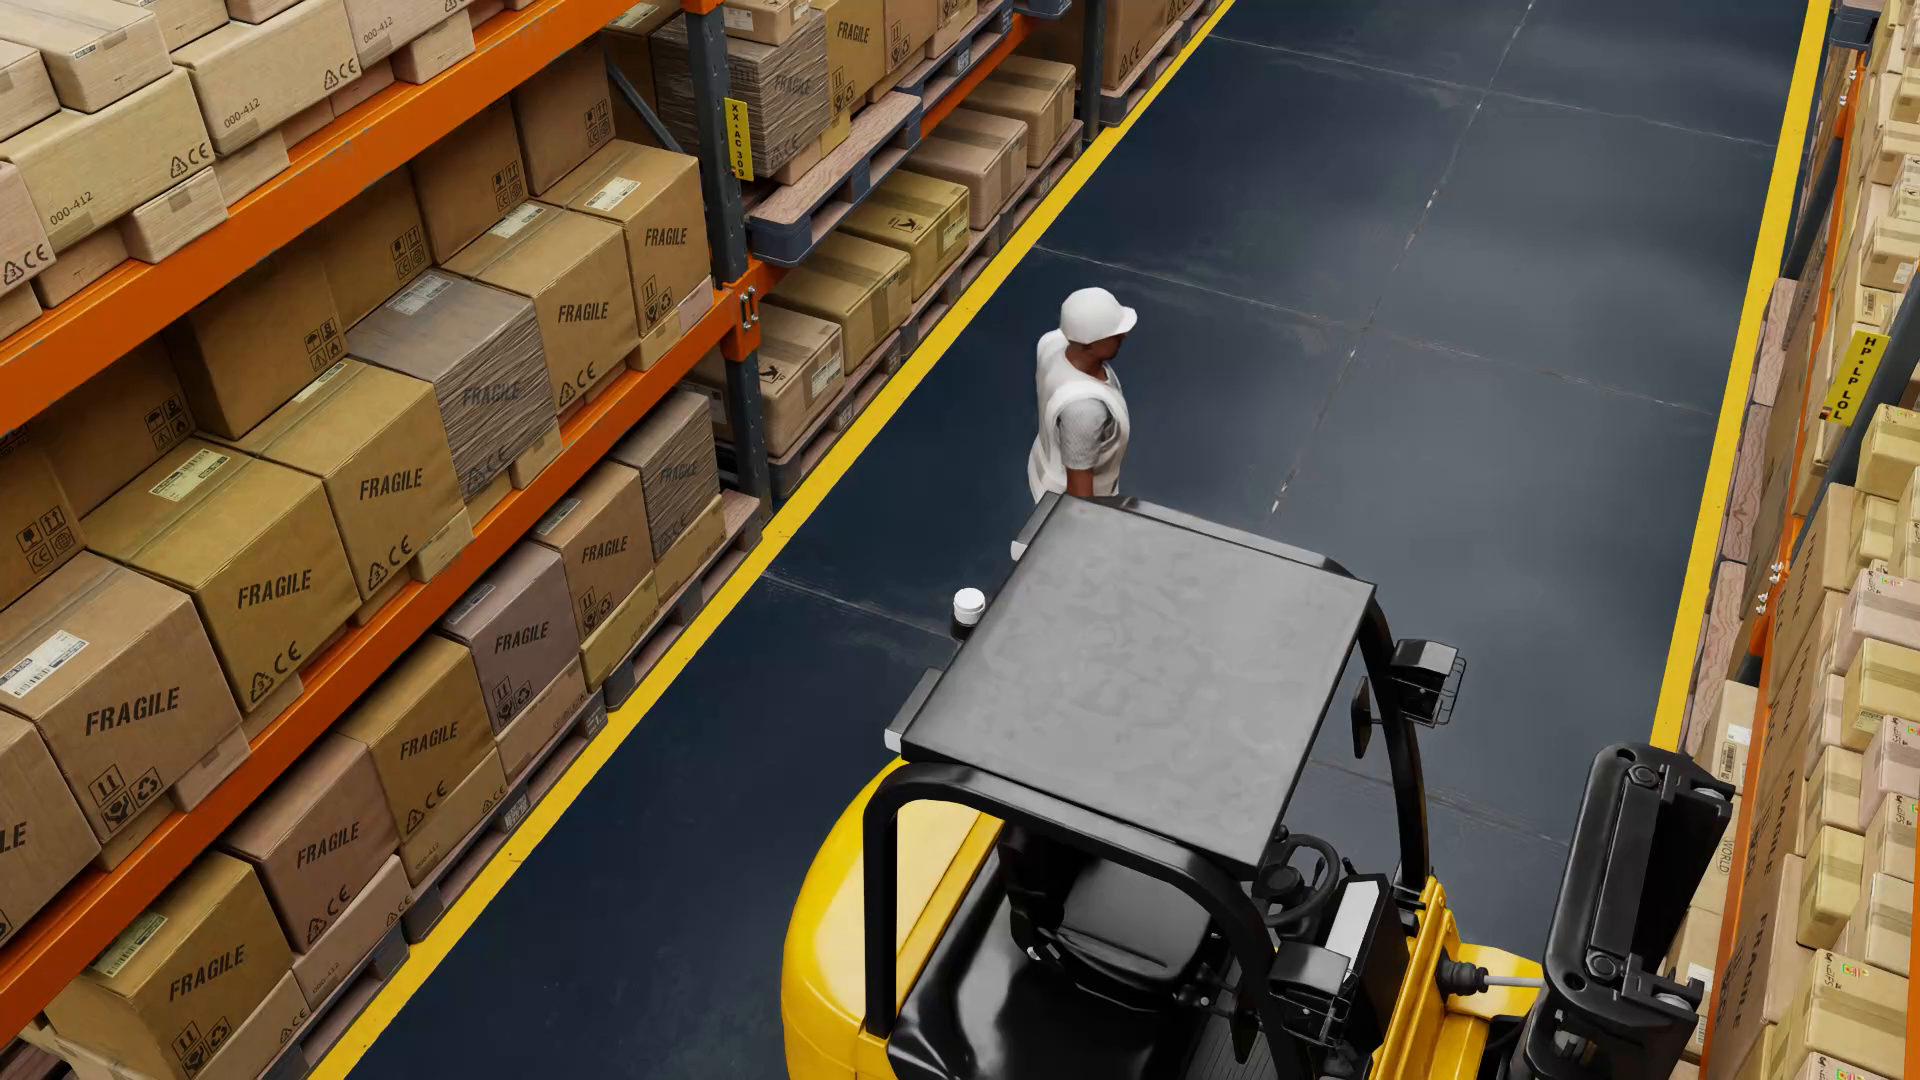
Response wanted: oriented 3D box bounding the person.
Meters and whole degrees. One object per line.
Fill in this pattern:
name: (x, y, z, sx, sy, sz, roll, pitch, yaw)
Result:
person: (0.516, -0.223, 6.375, 0.579, 1.777, 0.663, -4, 42, -5)
